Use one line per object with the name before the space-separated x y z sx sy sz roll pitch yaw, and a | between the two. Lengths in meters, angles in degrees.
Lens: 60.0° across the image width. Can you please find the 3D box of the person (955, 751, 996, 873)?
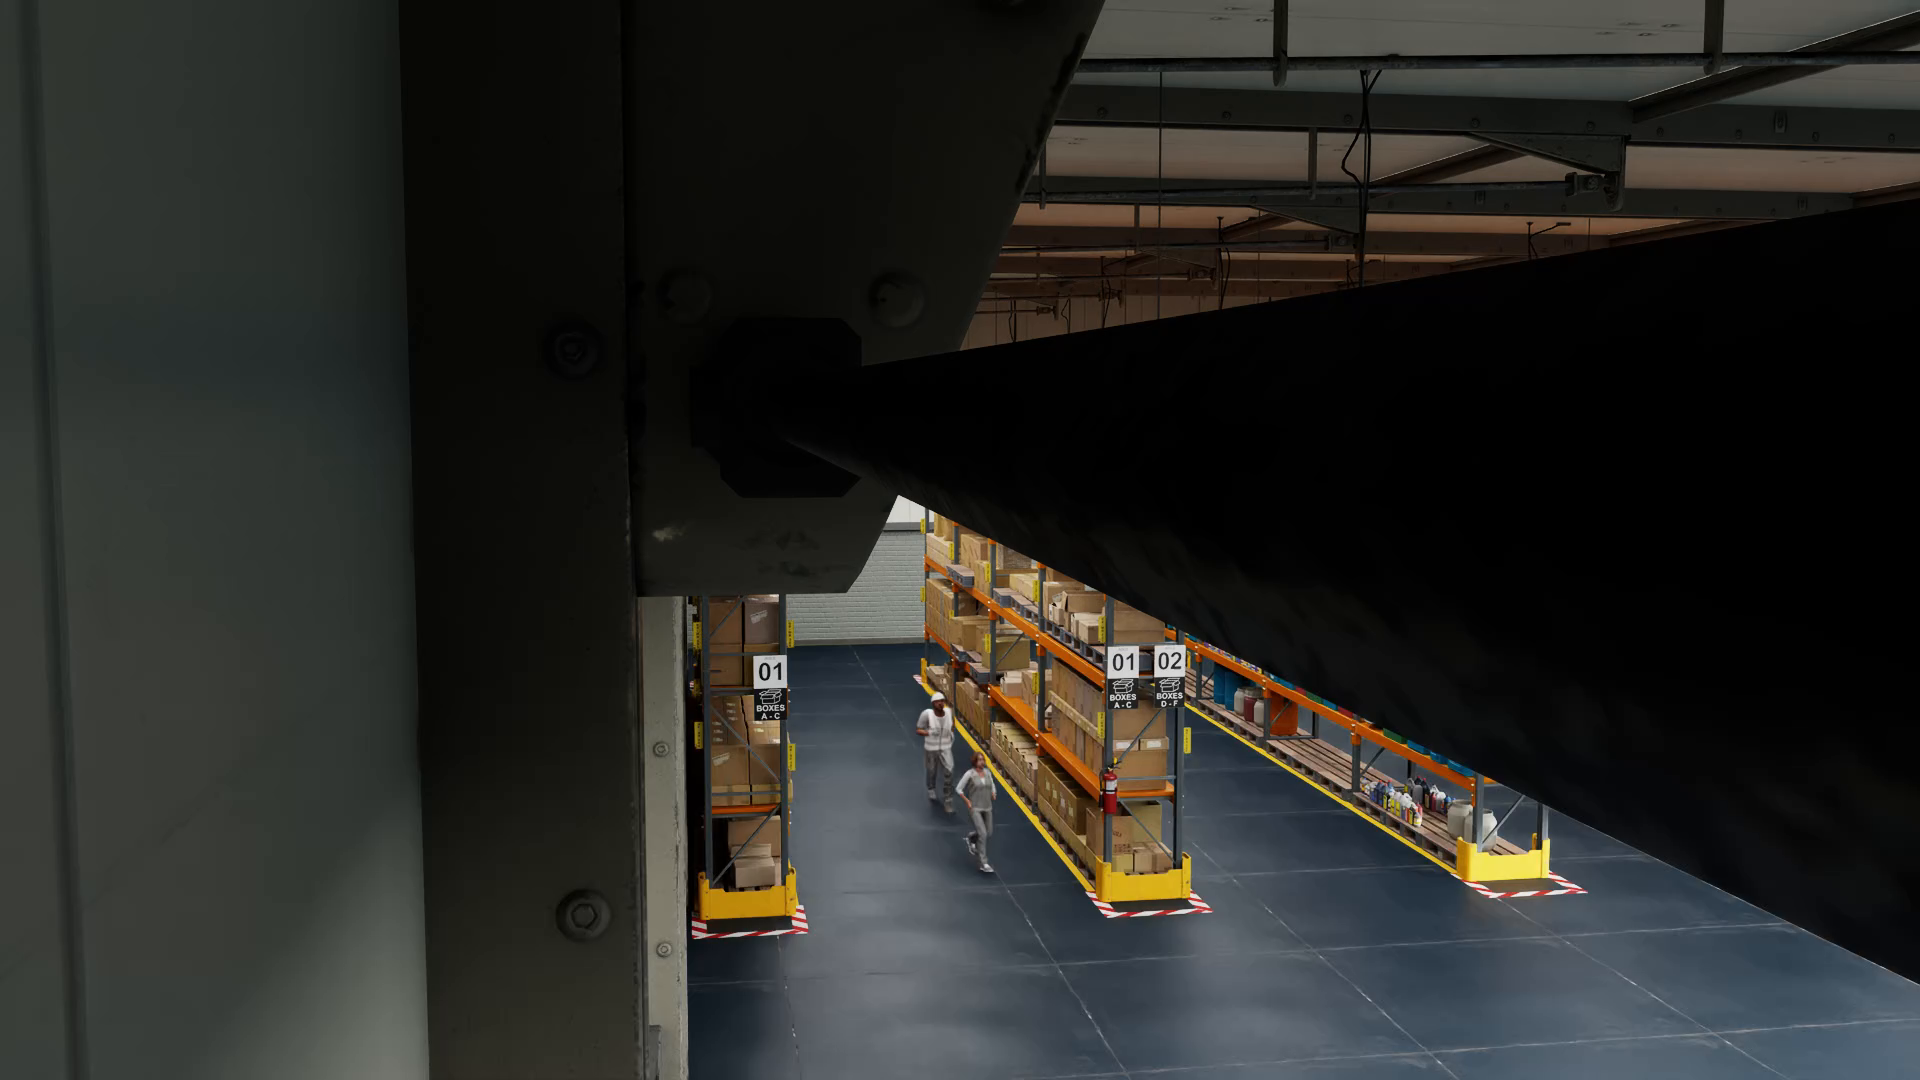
person | 0.232 3.602 22.198 0.547 1.550 0.755 -3 6 -30

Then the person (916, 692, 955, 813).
person | -0.371 3.221 25.443 0.651 1.837 0.853 -1 5 -12
